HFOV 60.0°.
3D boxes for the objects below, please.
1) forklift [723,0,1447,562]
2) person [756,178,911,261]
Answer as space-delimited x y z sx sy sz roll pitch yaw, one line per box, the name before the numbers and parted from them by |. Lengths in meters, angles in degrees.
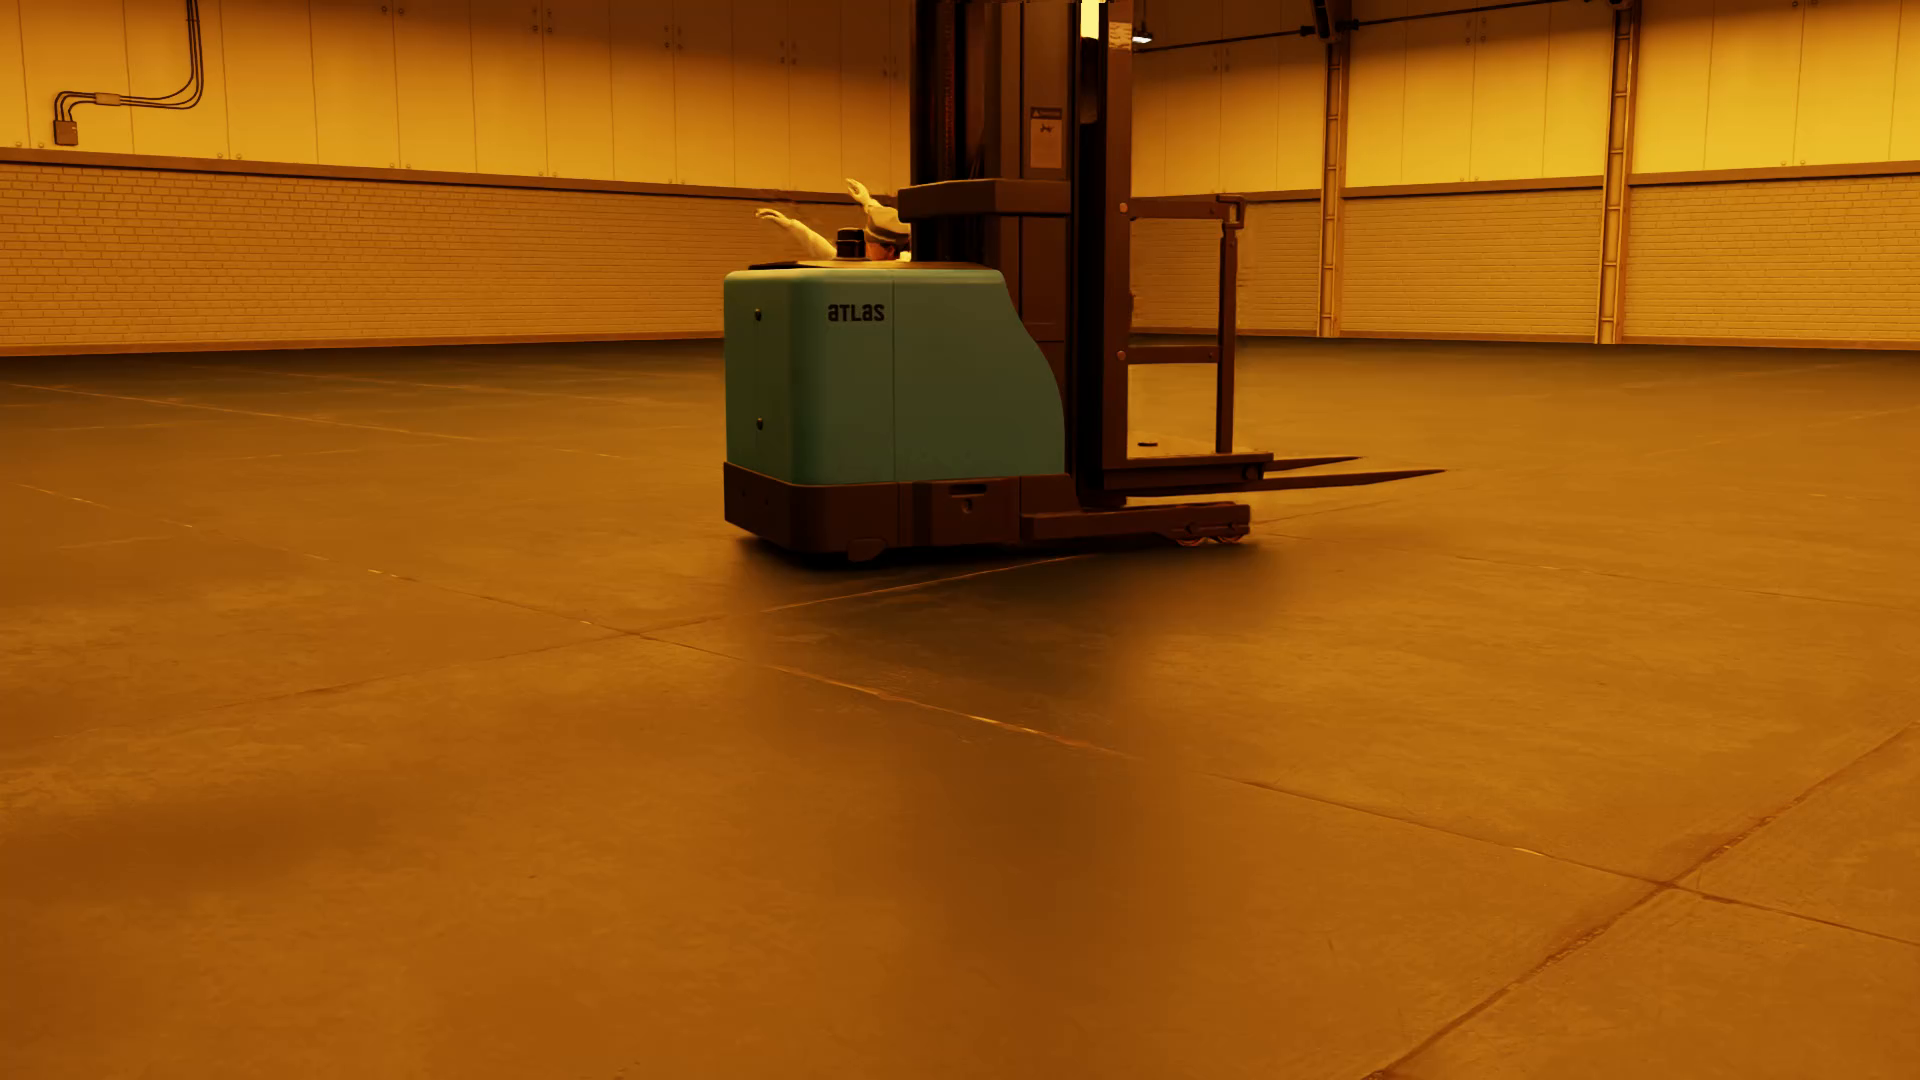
forklift | 0.604 -1.489 6.762 3.031 2.935 1.130 -4 9 -23
person | -0.622 -0.975 8.049 0.997 1.554 0.818 -8 11 -41
